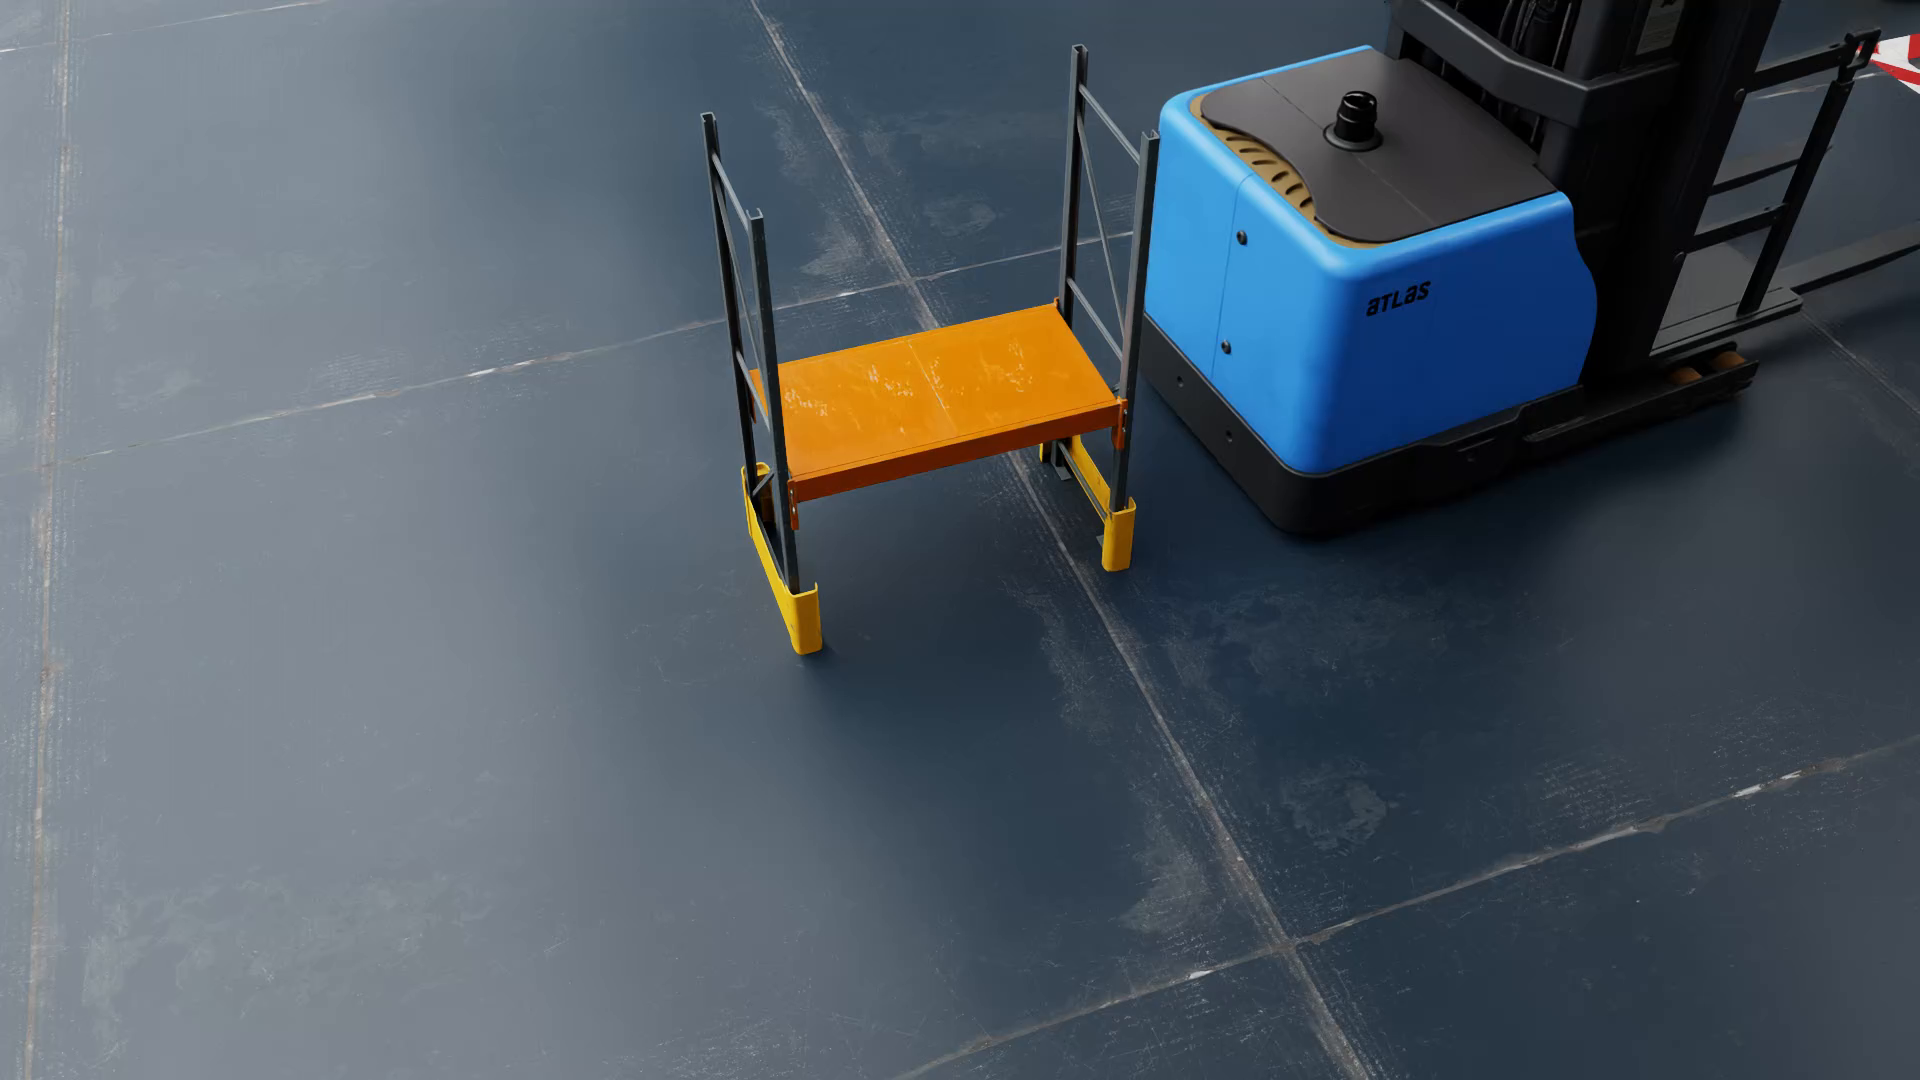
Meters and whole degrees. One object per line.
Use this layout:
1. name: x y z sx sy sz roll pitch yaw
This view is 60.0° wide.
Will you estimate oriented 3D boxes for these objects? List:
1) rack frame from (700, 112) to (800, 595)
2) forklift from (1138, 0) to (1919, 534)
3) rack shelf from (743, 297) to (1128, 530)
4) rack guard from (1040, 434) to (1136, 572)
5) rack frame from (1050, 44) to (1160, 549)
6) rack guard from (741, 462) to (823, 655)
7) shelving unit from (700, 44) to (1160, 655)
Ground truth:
1. rack frame: -0.558 -0.387 4.576 0.032 1.500 0.500 -14 47 -14
2. forklift: 2.156 -1.777 4.952 3.031 2.935 1.130 -19 48 -18
3. rack shelf: -0.080 -0.382 4.826 1.000 0.185 0.538 -14 47 -14
4. rack guard: 0.397 -0.190 5.263 0.087 0.250 0.587 -14 47 -14
5. rack frame: 0.398 -0.631 4.820 0.032 1.500 0.500 -14 47 -14
6. rack guard: -0.540 0.050 5.024 0.087 0.250 0.587 -14 47 -14
7. shelving unit: -0.072 -0.511 4.701 1.083 1.500 0.587 -14 47 -14
